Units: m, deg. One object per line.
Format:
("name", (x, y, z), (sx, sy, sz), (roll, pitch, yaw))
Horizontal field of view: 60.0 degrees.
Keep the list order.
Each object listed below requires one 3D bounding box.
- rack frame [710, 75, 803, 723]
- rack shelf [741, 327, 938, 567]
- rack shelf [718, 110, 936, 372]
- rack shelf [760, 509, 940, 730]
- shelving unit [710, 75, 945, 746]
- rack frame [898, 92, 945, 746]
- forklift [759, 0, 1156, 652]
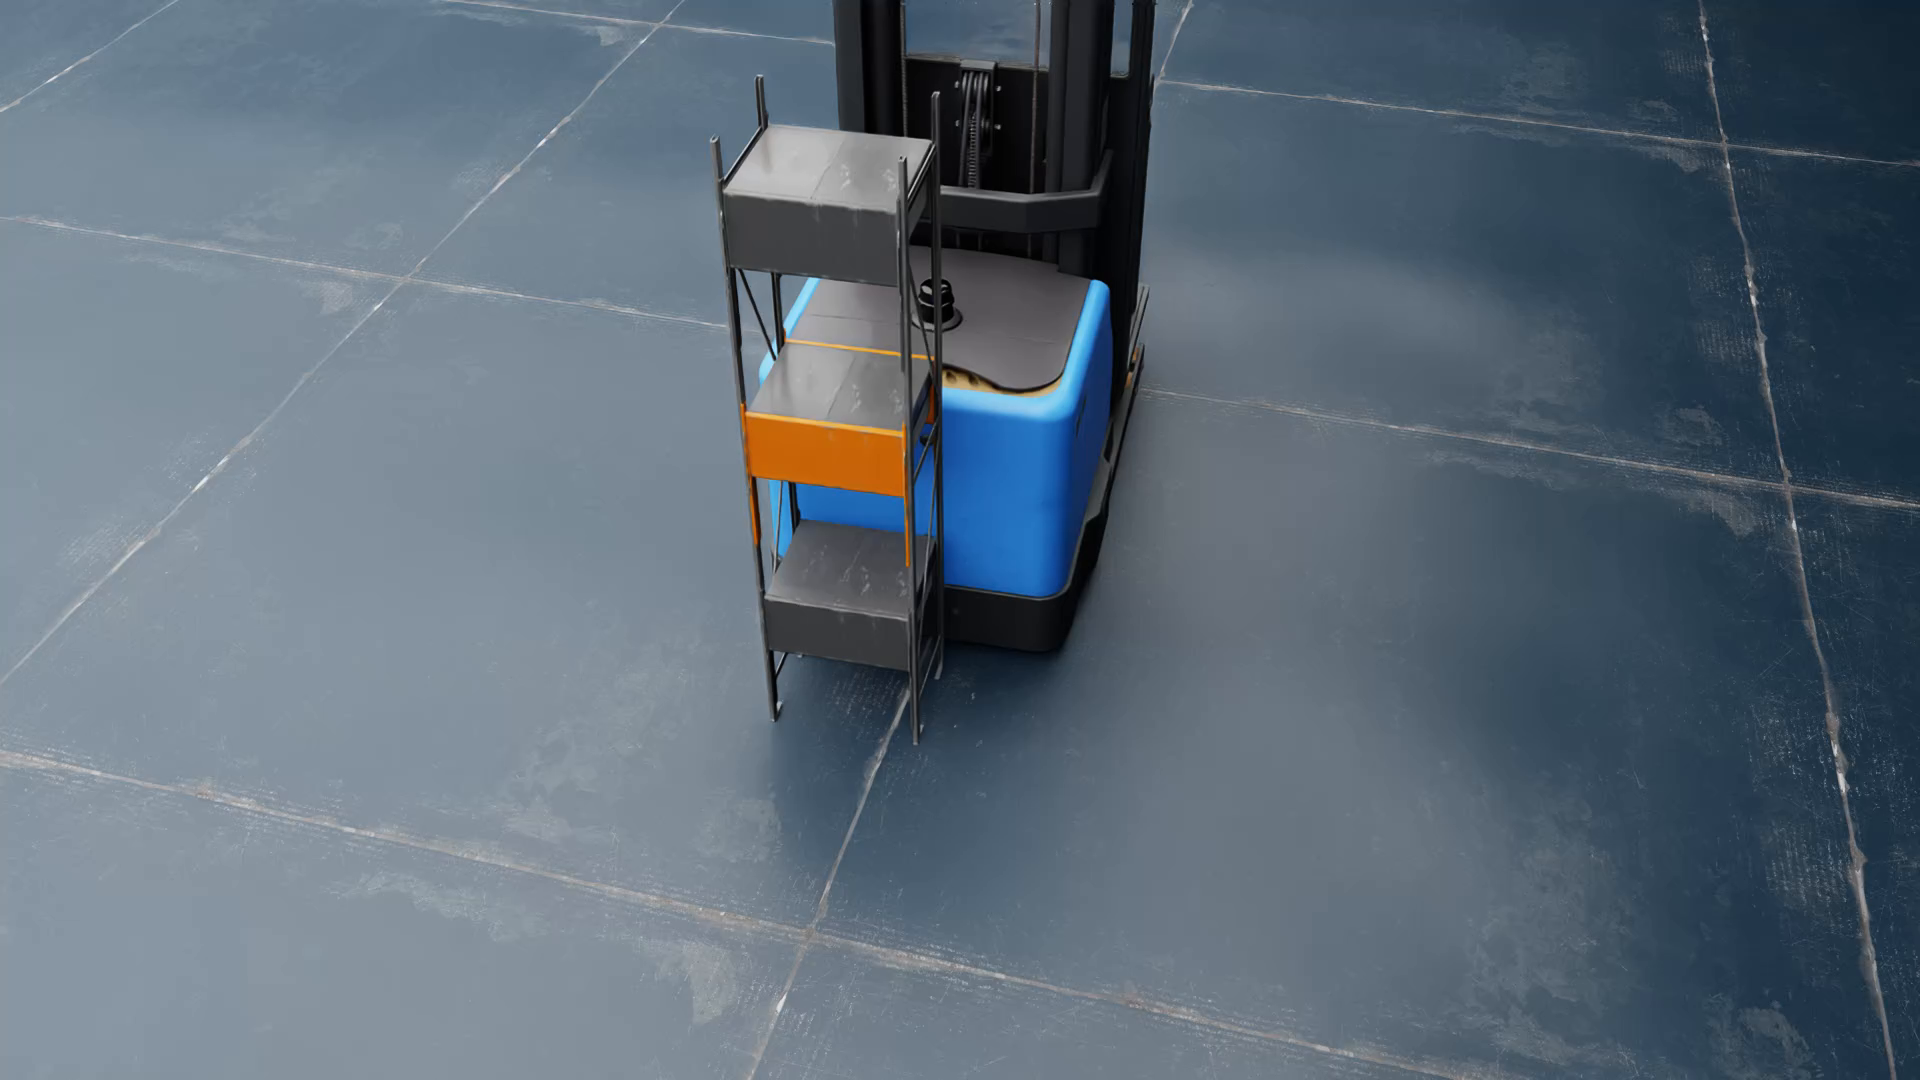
("rack frame", (-0.579, -0.323, 5.001), (0.015, 2.100, 0.400), (8, 41, 9))
("rack shelf", (-0.341, -0.278, 4.970), (0.480, 0.518, 0.431), (8, 41, 9))
("rack shelf", (-0.341, -0.815, 4.520), (0.480, 0.518, 0.431), (8, 41, 9))
("rack shelf", (-0.341, 0.258, 5.420), (0.480, 0.518, 0.431), (8, 41, 9))
("shelving unit", (-0.341, -0.289, 4.961), (0.503, 2.100, 0.431), (8, 41, 9))
("rack frame", (-0.103, -0.255, 4.921), (0.015, 2.100, 0.400), (8, 41, 9))
("forklift", (0.163, -1.695, 5.990), (1.130, 2.935, 3.031), (8, 41, 9))
